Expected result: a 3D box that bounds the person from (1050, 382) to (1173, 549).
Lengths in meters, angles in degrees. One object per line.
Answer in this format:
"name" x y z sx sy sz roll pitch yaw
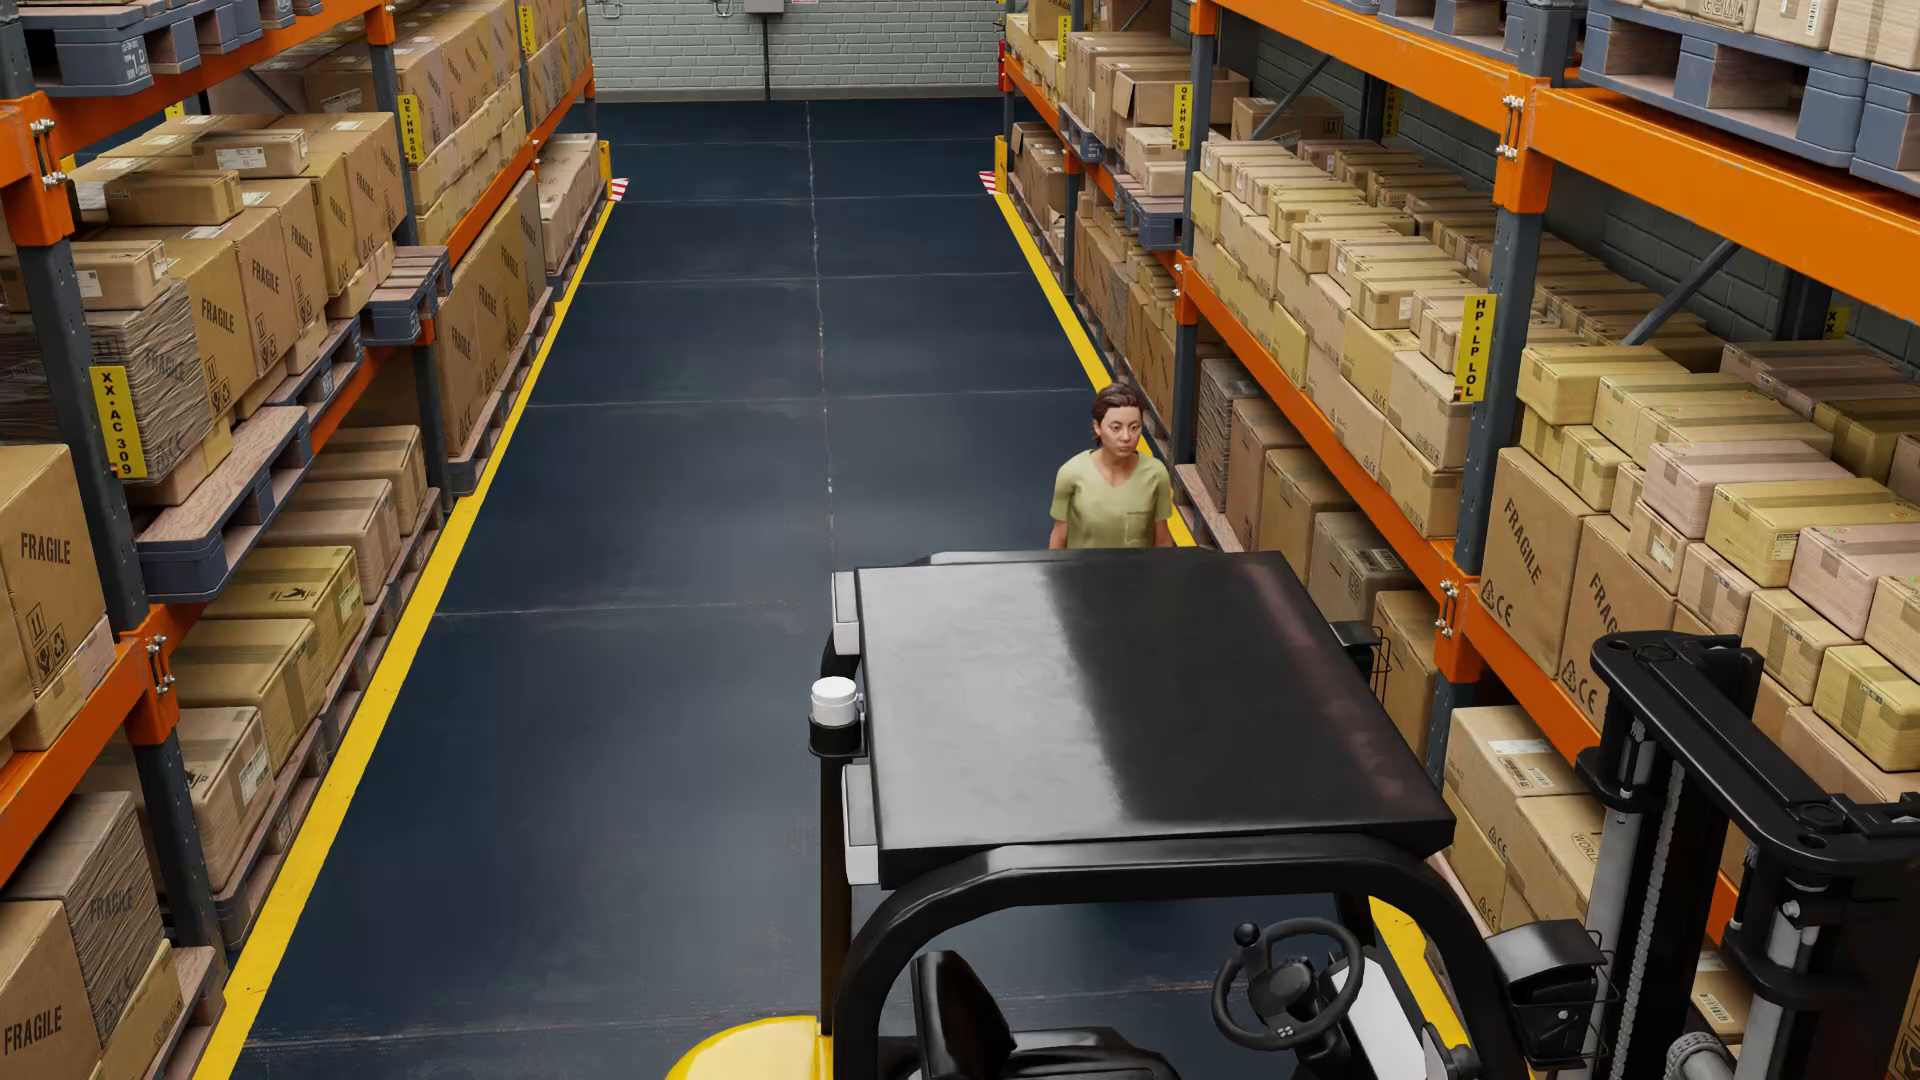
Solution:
"person" 0.548 0.269 6.061 0.448 1.731 0.401 -2 24 -4
